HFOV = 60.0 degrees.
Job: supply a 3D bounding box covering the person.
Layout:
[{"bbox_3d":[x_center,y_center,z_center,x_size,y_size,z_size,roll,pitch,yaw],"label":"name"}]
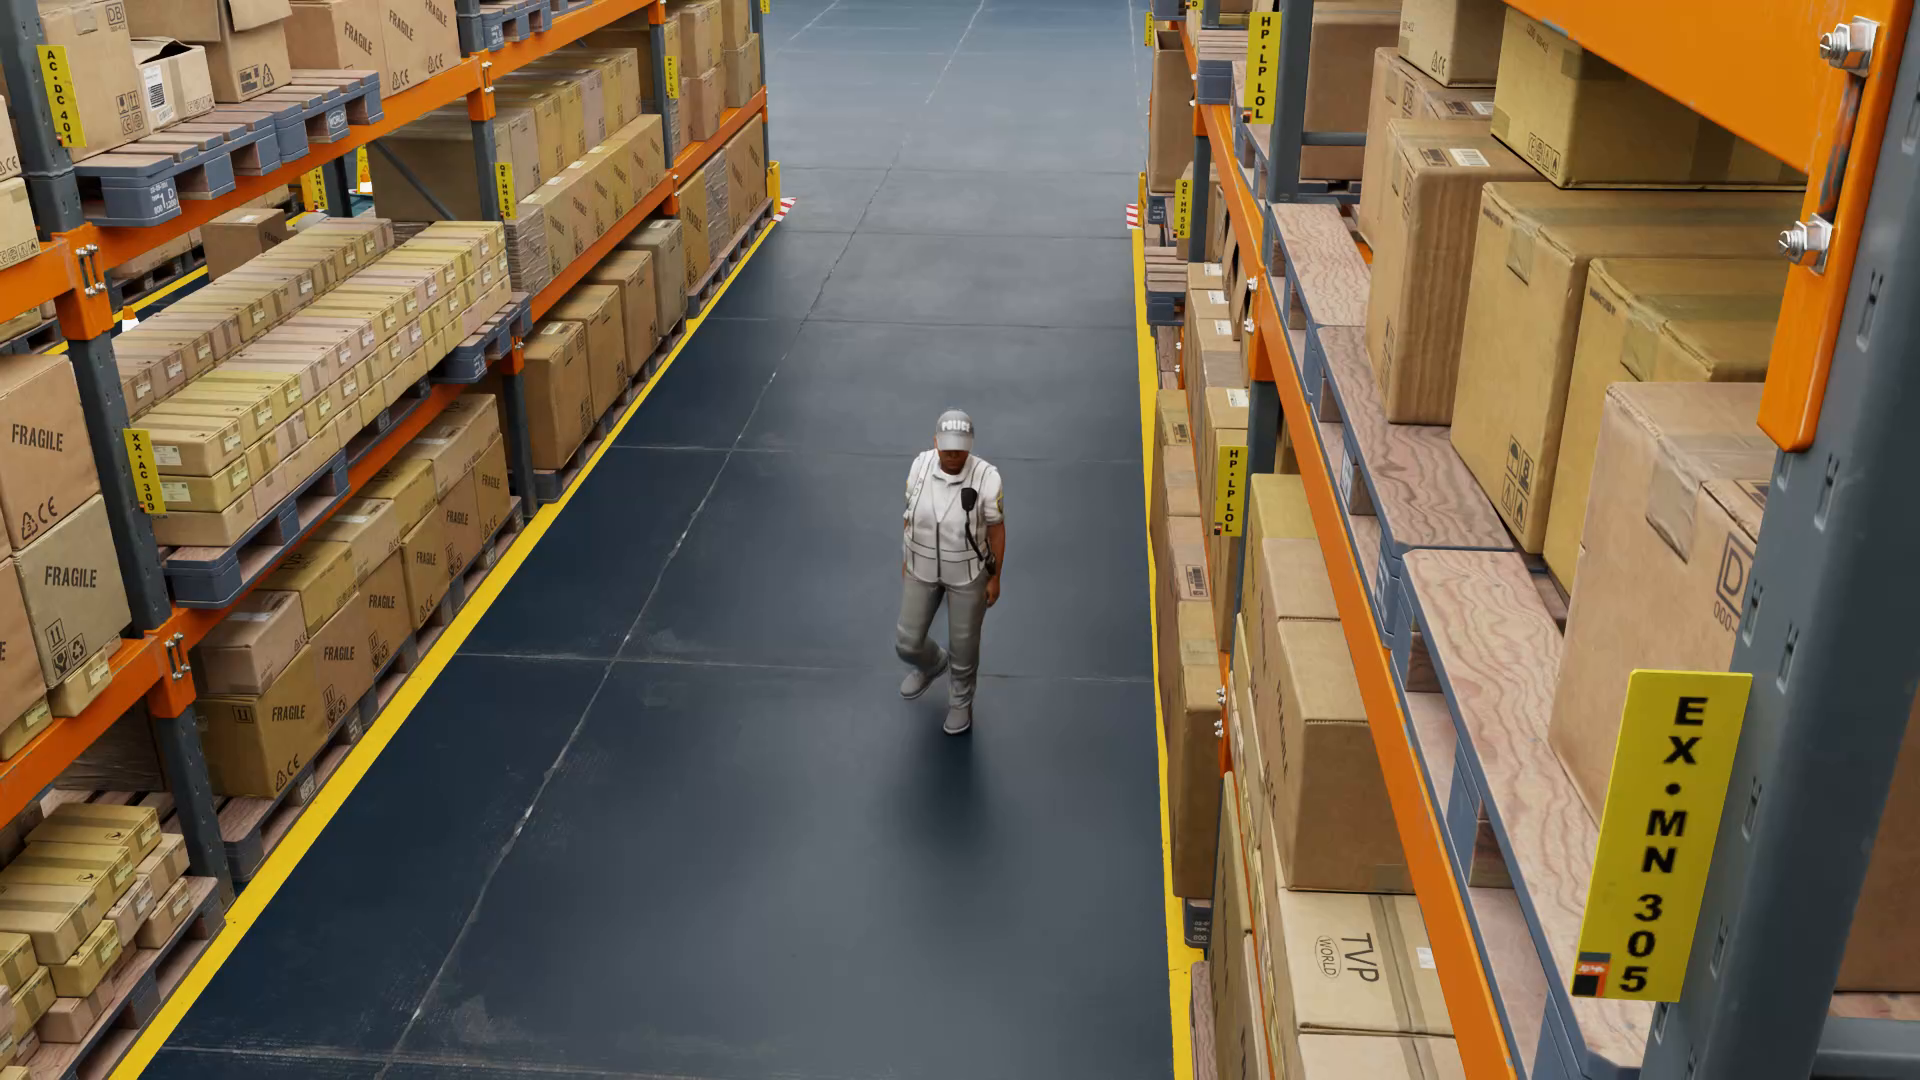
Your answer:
[{"bbox_3d":[-0.055,0.141,7.779,0.550,1.654,0.534,6,25,13],"label":"person"}]
